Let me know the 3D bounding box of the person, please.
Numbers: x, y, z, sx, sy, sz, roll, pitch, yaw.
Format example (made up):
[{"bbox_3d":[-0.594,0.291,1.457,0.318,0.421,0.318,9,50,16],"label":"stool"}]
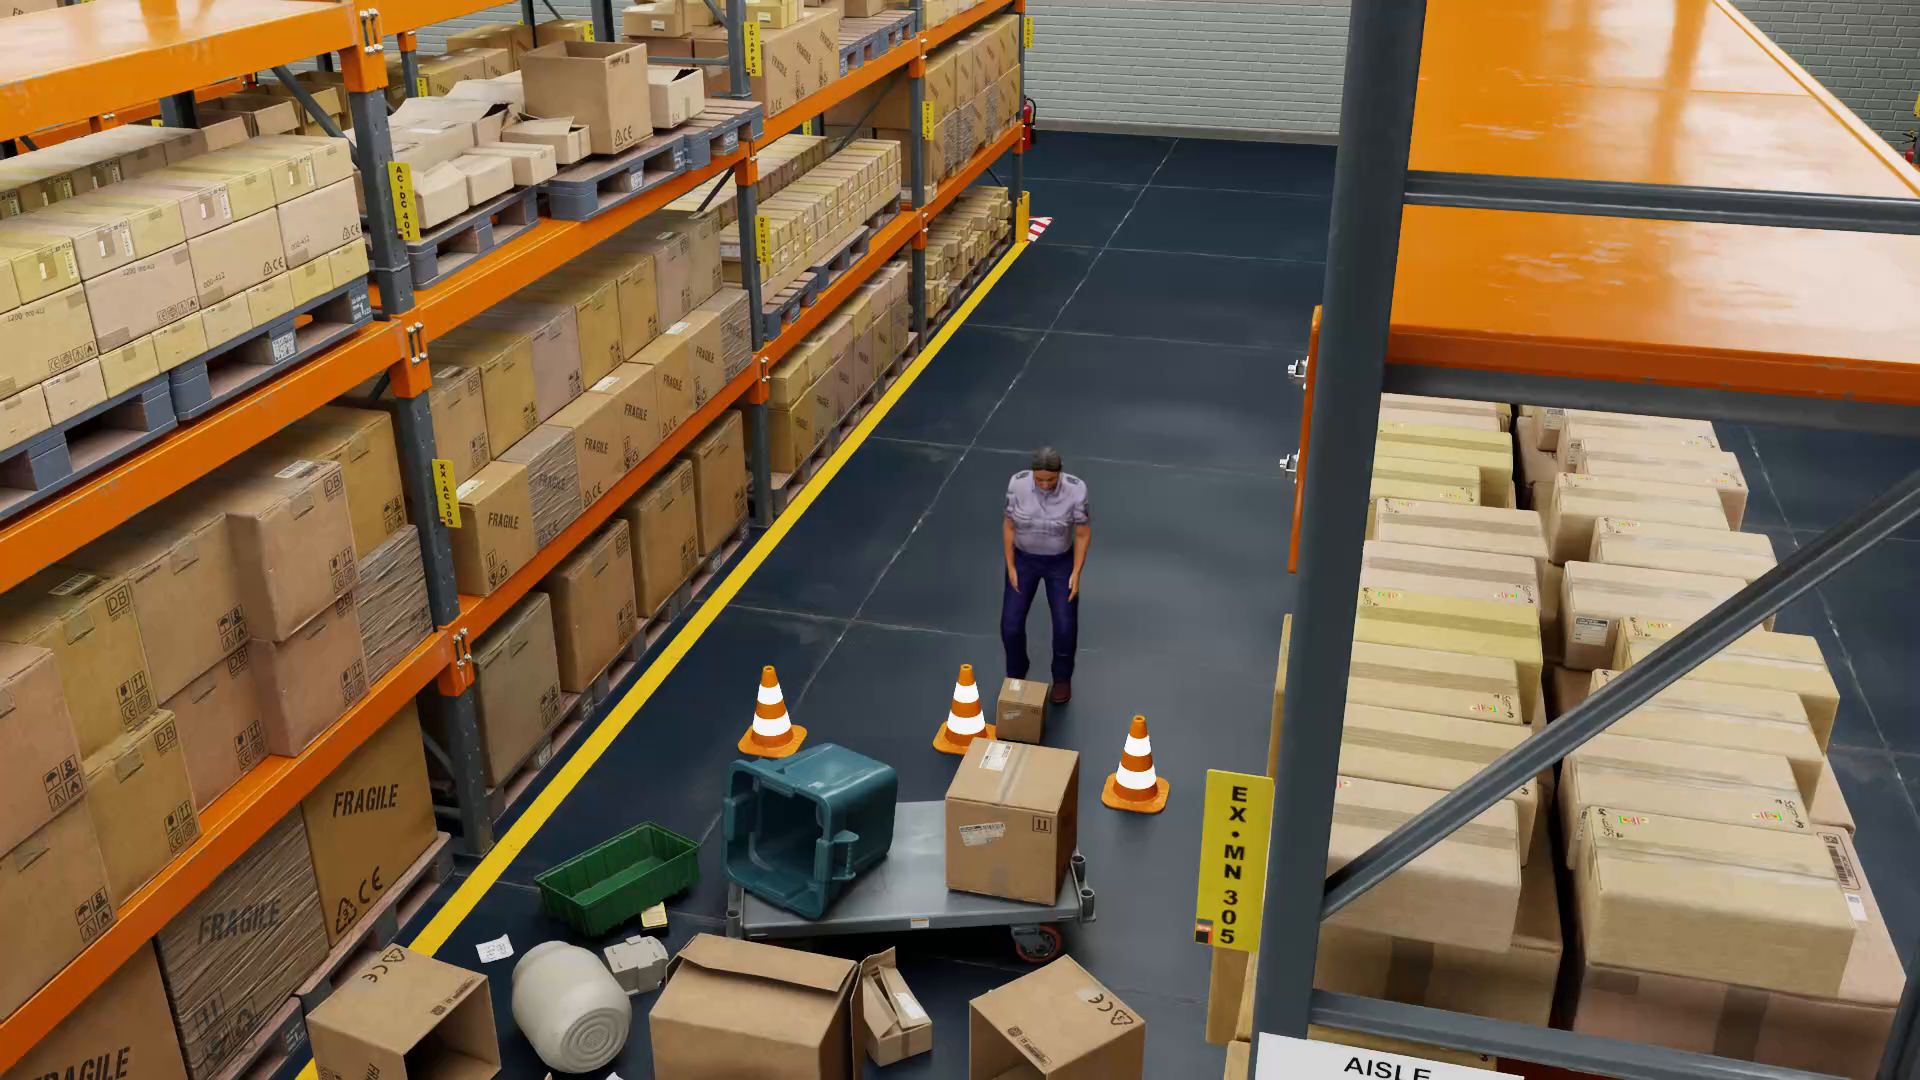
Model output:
[{"bbox_3d":[0.491,0.173,9.452,0.504,1.575,0.425,5,26,11],"label":"person"}]
